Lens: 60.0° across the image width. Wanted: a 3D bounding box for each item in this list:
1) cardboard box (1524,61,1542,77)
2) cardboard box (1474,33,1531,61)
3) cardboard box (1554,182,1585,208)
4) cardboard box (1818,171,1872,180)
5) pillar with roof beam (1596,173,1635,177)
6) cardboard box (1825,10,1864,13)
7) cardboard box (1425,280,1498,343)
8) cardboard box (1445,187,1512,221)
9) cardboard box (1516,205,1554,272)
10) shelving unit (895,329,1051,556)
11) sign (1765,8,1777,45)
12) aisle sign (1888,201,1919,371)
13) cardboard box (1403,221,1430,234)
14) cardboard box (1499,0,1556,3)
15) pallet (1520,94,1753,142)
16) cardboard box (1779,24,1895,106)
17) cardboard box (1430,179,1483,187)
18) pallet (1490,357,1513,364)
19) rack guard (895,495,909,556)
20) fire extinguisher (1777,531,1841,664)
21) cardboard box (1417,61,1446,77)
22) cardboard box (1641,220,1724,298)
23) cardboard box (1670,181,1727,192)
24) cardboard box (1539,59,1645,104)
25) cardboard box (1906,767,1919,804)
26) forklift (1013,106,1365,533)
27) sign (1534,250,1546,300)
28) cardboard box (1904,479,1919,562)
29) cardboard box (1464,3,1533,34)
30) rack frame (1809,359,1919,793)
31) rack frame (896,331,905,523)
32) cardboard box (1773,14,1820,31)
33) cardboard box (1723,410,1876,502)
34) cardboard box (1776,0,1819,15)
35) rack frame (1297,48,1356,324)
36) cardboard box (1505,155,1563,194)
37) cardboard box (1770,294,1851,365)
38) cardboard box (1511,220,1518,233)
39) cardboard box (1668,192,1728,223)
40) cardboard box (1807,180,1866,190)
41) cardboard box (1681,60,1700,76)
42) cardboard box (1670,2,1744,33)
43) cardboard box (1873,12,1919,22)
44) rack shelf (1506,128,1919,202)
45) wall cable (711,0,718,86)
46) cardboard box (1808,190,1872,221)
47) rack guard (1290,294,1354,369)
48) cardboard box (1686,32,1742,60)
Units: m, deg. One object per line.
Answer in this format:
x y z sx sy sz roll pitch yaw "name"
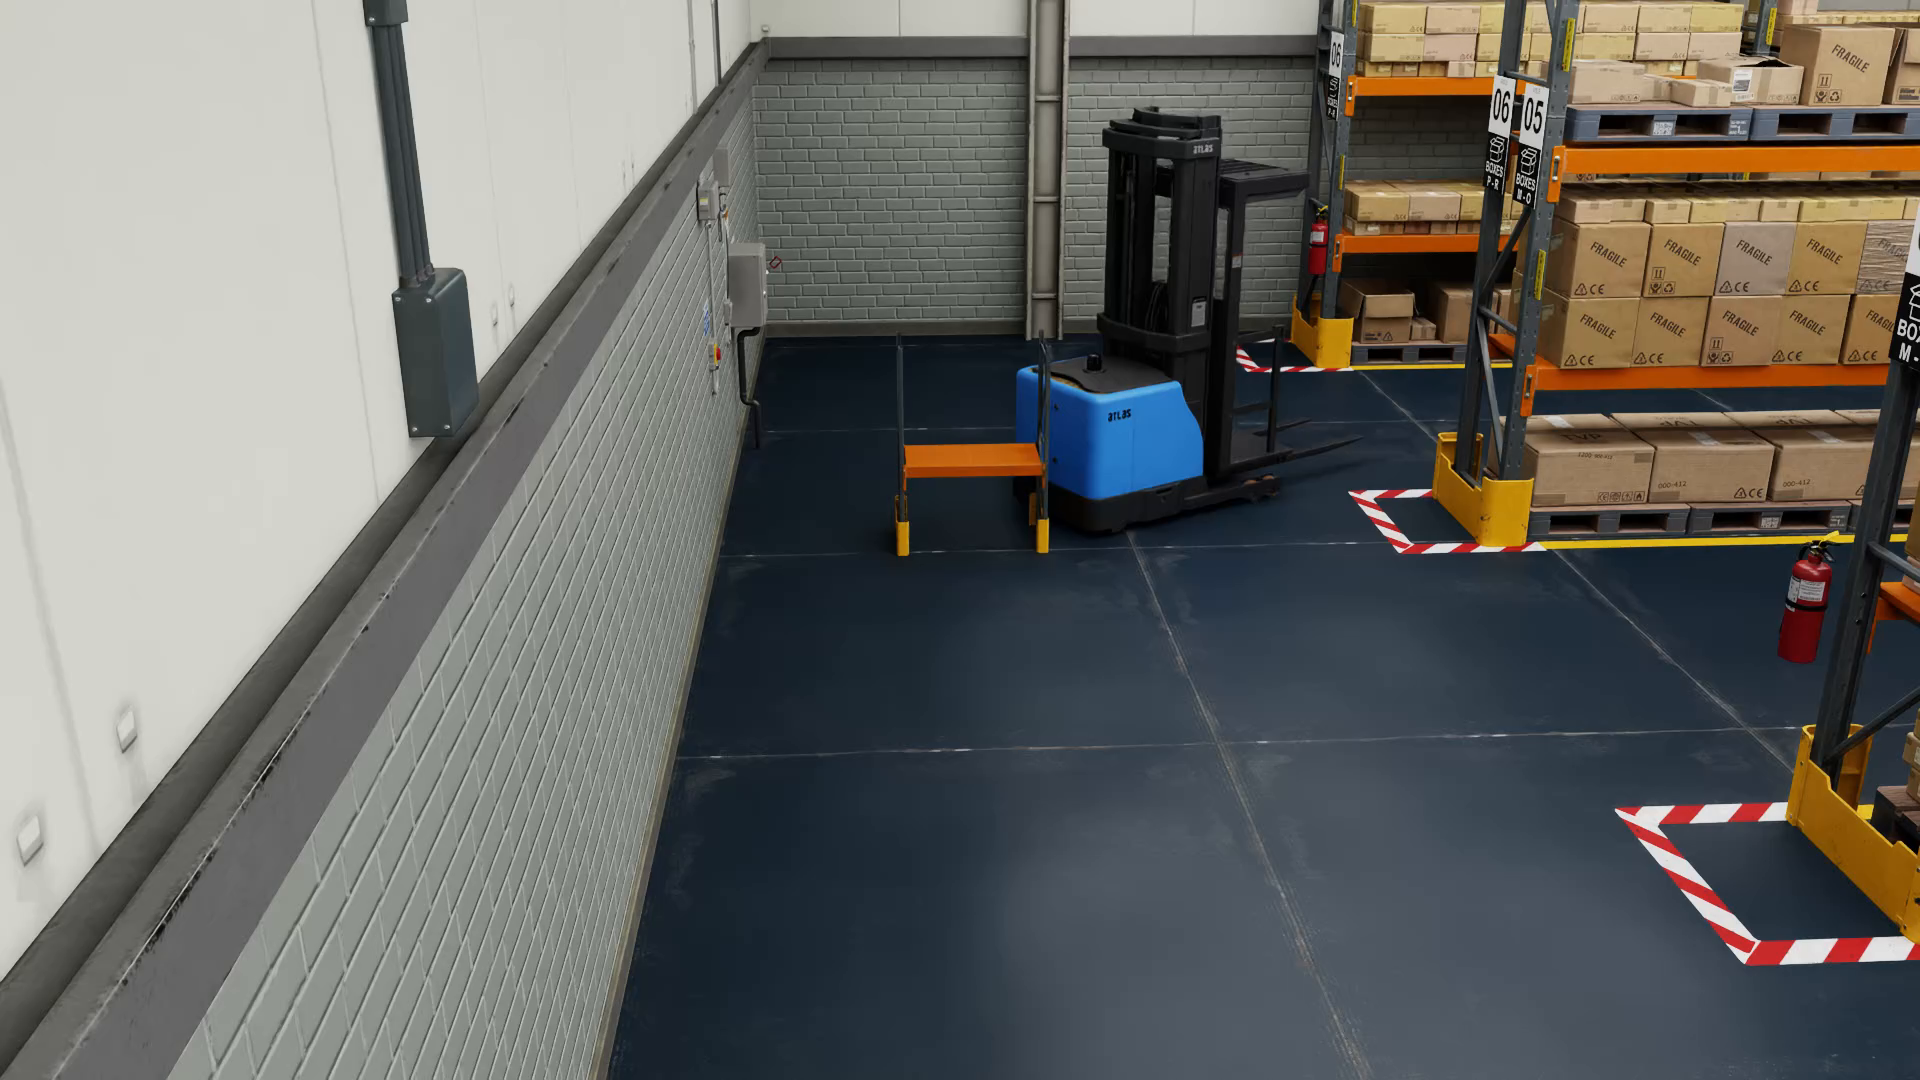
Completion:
5.500 -4.529 15.937 0.250 0.149 0.380 -1 21 -3 "cardboard box"
5.109 -4.730 15.906 0.500 0.250 0.500 -2 21 -5 "cardboard box"
4.267 -2.456 11.899 0.250 0.149 0.380 -1 21 -2 "cardboard box"
8.639 -3.589 16.601 0.500 0.500 0.700 -1 21 -2 "cardboard box"
7.125 -4.985 12.568 0.400 9.000 9.100 -1 21 -3 "pillar with roof beam"
8.685 -5.142 16.400 0.250 0.149 0.380 -1 21 -2 "cardboard box"
5.104 -2.334 16.959 0.500 0.500 0.700 0 21 -1 "cardboard box"
5.110 -3.328 16.439 0.500 0.250 0.500 -2 21 -4 "cardboard box"
4.387 -2.169 12.056 0.500 0.500 0.500 0 21 -1 "cardboard box"
0.076 -0.702 11.858 1.083 1.500 0.587 -1 21 -3 "shelving unit"
7.665 -4.856 15.717 0.005 0.325 0.100 -1 21 -3 "sign"
4.213 -1.124 7.204 0.004 0.787 0.394 -1 21 -3 "aisle sign"
4.488 -3.155 16.545 0.250 0.149 0.380 -1 21 -4 "cardboard box"
5.595 -5.161 16.336 0.500 0.250 0.500 -1 21 -3 "cardboard box"
4.660 -2.940 11.535 1.213 0.211 1.003 -1 21 -3 "pallet"
5.941 -3.240 11.328 0.500 0.500 0.500 -1 21 -2 "cardboard box"
5.086 -3.515 16.929 0.500 0.250 0.500 -1 21 -1 "cardboard box"
5.720 -2.062 17.241 1.213 0.211 1.003 -1 21 -3 "pallet"
-0.421 -0.108 12.054 0.087 0.250 0.587 -1 21 -3 "rack guard"
4.025 0.247 7.888 0.183 0.674 0.296 -1 21 -3 "fire extinguisher"
4.482 -4.546 15.982 0.250 0.149 0.380 -1 21 -3 "cardboard box"
4.931 -1.996 11.602 0.500 0.500 0.500 -2 21 -5 "cardboard box"
5.290 -2.476 11.950 0.250 0.149 0.380 -1 21 -4 "cardboard box"
4.364 -3.176 11.512 0.500 0.250 0.500 -3 21 -8 "cardboard box"
4.817 1.247 8.046 0.250 0.149 0.380 -1 21 -2 "cardboard box"
1.913 -1.810 12.756 3.031 2.935 1.130 -14 25 -32 "forklift"
3.945 -1.805 11.318 0.005 0.325 0.100 -1 21 -3 "sign"
4.737 -0.090 7.584 0.500 0.500 0.500 -1 21 -2 "cardboard box"
5.100 -4.967 15.825 0.500 0.250 0.500 -1 21 -4 "cardboard box"
4.303 0.196 7.391 0.127 3.000 1.000 -1 21 -3 "rack frame"
-0.422 -0.692 11.832 0.032 1.500 0.500 -1 21 -3 "rack frame"
7.949 -4.922 15.821 0.250 0.149 0.380 -1 21 -1 "cardboard box"
6.387 -0.648 12.617 0.875 0.438 0.875 -2 21 -5 "cardboard box"
7.947 -5.147 15.831 0.258 0.266 0.396 -1 21 -4 "cardboard box"
3.633 -3.324 16.635 0.127 3.000 1.000 -1 21 -3 "rack frame"
5.599 -3.687 16.329 0.500 0.500 0.500 -1 21 -2 "cardboard box"
5.927 -1.555 11.850 0.500 0.500 0.500 0 21 -1 "cardboard box"
5.527 -3.137 16.497 0.250 0.149 0.380 -1 21 -2 "cardboard box"
5.075 -2.293 11.472 0.250 0.149 0.380 -2 21 -5 "cardboard box"
6.311 -2.501 12.017 0.250 0.149 0.380 -1 21 -3 "cardboard box"
7.039 -4.573 16.055 0.250 0.149 0.380 -1 21 -3 "cardboard box"
7.136 -5.014 15.948 0.500 0.250 0.500 -1 21 -3 "cardboard box"
8.975 -4.983 15.982 0.250 0.149 0.380 -1 21 -2 "cardboard box"
5.916 -2.667 11.705 4.000 0.370 1.077 -1 21 -3 "rack shelf"
-1.783 -4.416 11.072 0.029 3.000 2.355 -1 21 -3 "wall cable"
6.099 -2.326 11.557 0.250 0.149 0.380 -1 21 -3 "cardboard box"
3.709 -2.157 17.084 0.348 0.500 1.175 -1 21 -3 "rack guard"
7.159 -4.777 16.029 0.500 0.250 0.500 -1 21 -3 "cardboard box"
